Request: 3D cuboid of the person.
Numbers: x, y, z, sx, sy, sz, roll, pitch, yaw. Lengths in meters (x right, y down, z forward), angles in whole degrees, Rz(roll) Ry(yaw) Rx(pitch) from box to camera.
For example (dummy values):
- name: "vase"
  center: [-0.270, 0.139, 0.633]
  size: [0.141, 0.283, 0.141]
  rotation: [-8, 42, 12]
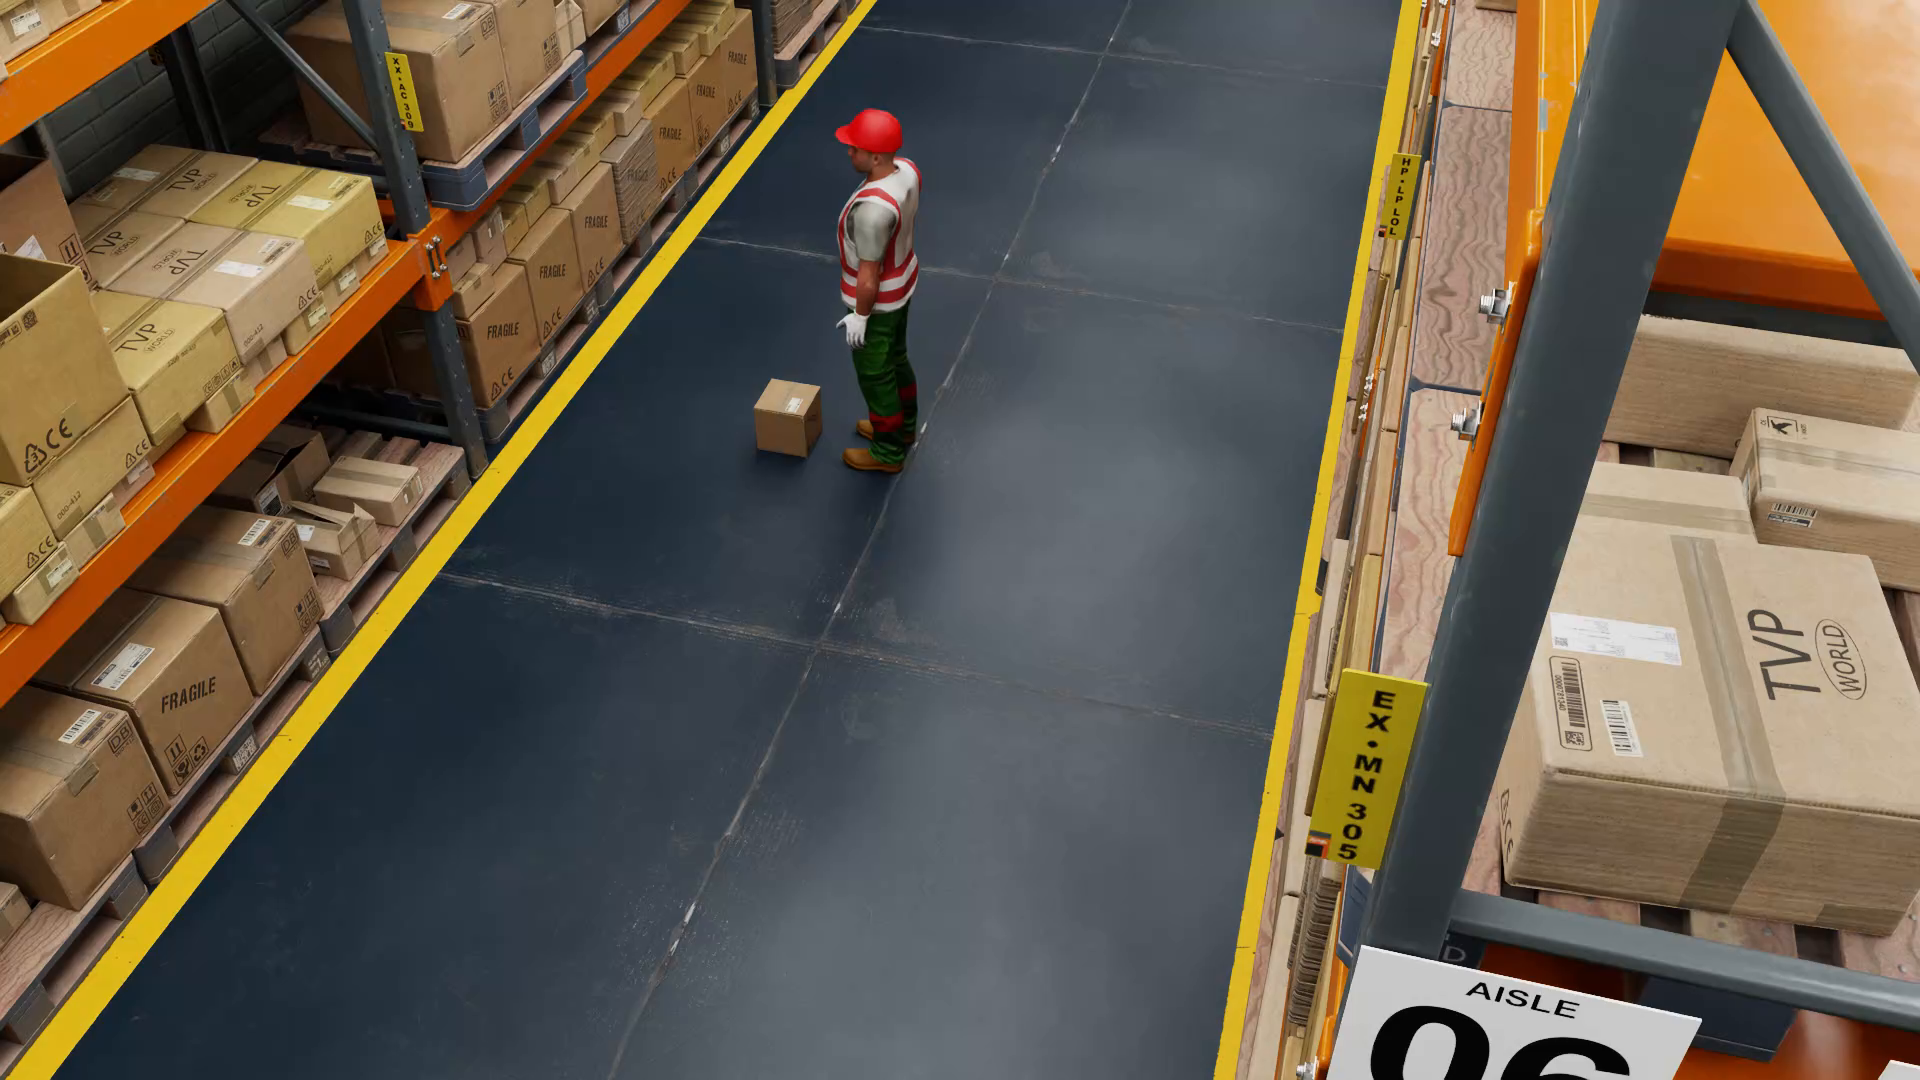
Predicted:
- name: "person"
  center: [-0.456, -0.884, 7.576]
  size: [0.829, 1.260, 0.585]
  rotation: [10, 42, 11]
